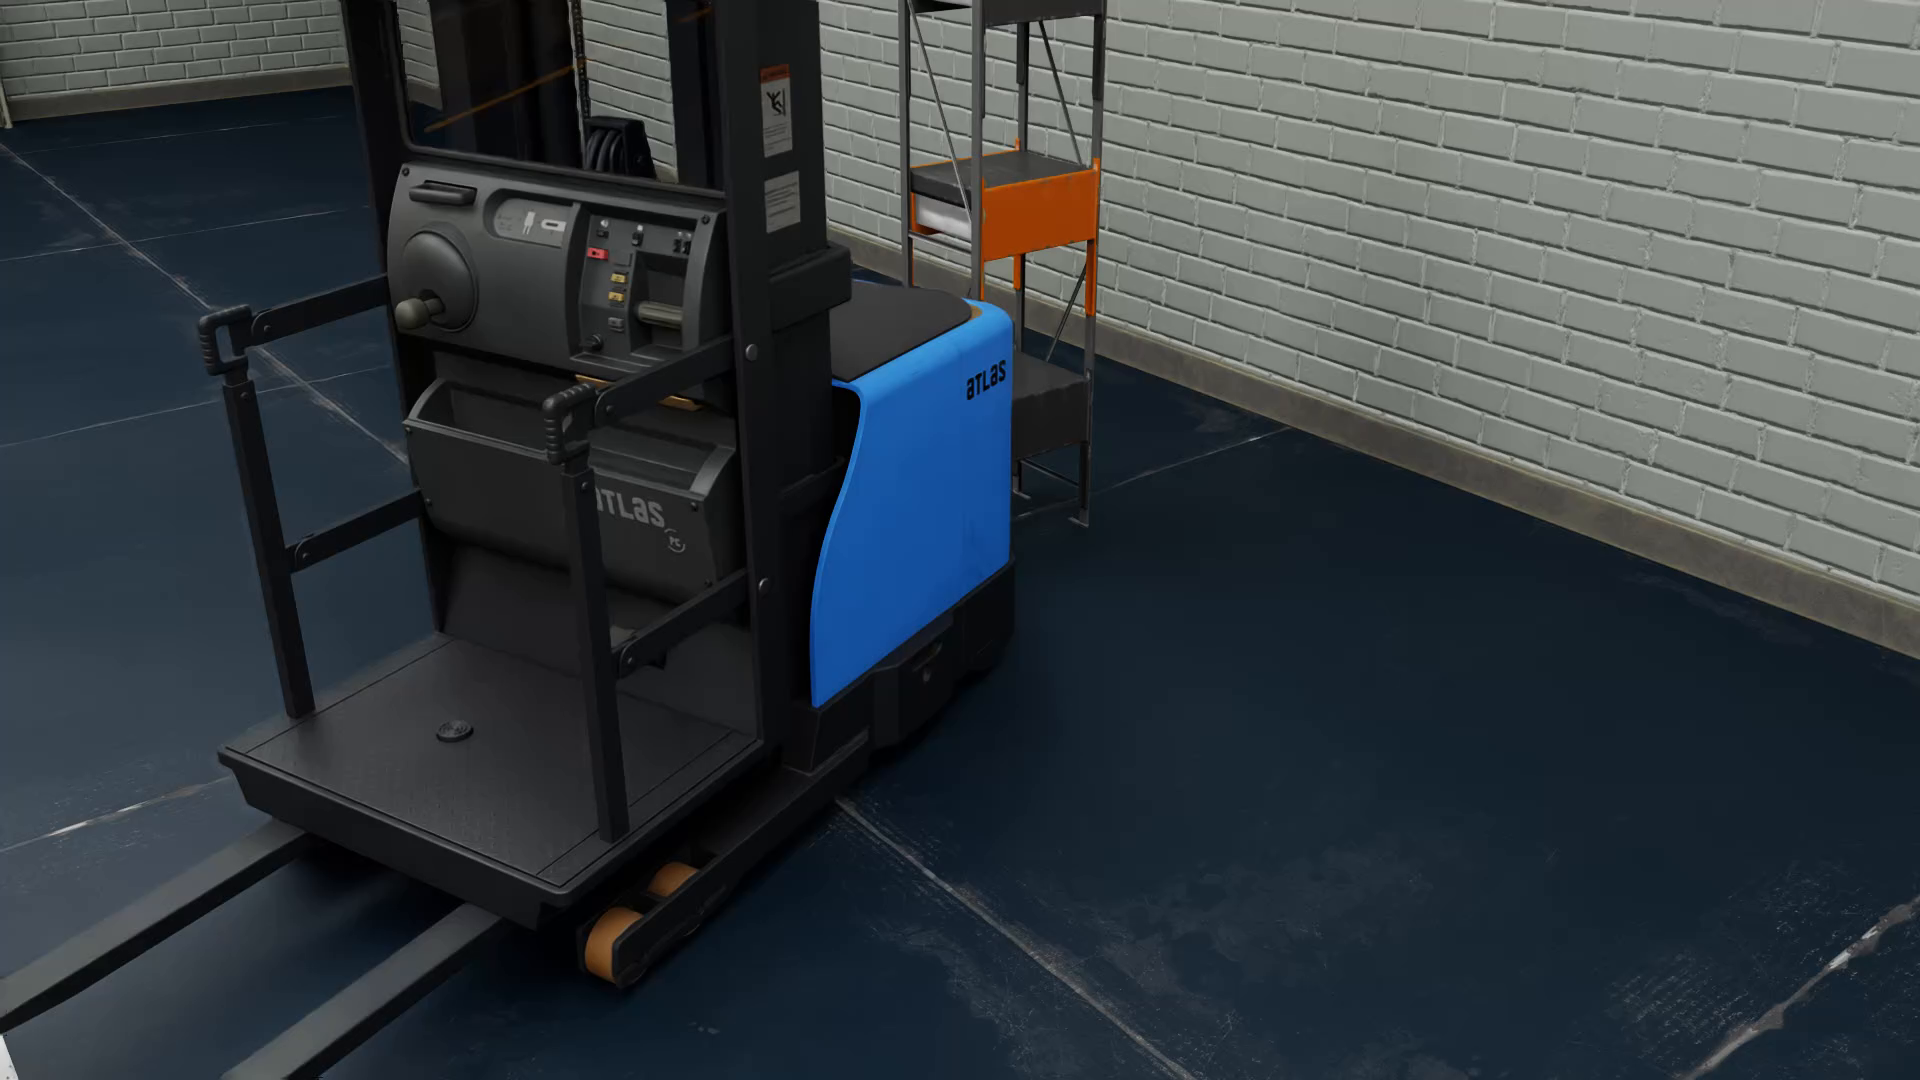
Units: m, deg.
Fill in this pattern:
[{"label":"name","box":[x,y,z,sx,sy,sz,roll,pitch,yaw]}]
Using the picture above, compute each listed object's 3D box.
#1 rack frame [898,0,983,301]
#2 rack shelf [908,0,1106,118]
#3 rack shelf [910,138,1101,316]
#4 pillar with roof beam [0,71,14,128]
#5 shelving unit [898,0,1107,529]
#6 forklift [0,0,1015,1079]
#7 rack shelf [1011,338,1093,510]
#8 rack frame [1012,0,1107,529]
[{"label":"rack frame","box":[-0.062,-0.932,5.264,0.015,2.100,0.400,-18,31,-34]},{"label":"rack shelf","box":[0.130,-1.618,5.112,0.480,0.518,0.431,-18,31,-34]},{"label":"rack shelf","box":[0.130,-0.983,5.406,0.480,0.518,0.431,-18,31,-34]},{"label":"pillar with roof beam","box":[-4.621,-5.717,7.380,0.400,9.000,9.100,-18,31,-34]},{"label":"shelving unit","box":[0.130,-0.995,5.401,0.503,2.100,0.431,-18,31,-34]},{"label":"forklift","box":[-1.024,-0.576,3.510,1.130,2.935,3.031,14,28,28]},{"label":"rack shelf","box":[0.130,-0.348,5.701,0.480,0.518,0.431,-18,31,-34]},{"label":"rack frame","box":[0.322,-1.059,5.537,0.015,2.100,0.400,-18,31,-34]}]
